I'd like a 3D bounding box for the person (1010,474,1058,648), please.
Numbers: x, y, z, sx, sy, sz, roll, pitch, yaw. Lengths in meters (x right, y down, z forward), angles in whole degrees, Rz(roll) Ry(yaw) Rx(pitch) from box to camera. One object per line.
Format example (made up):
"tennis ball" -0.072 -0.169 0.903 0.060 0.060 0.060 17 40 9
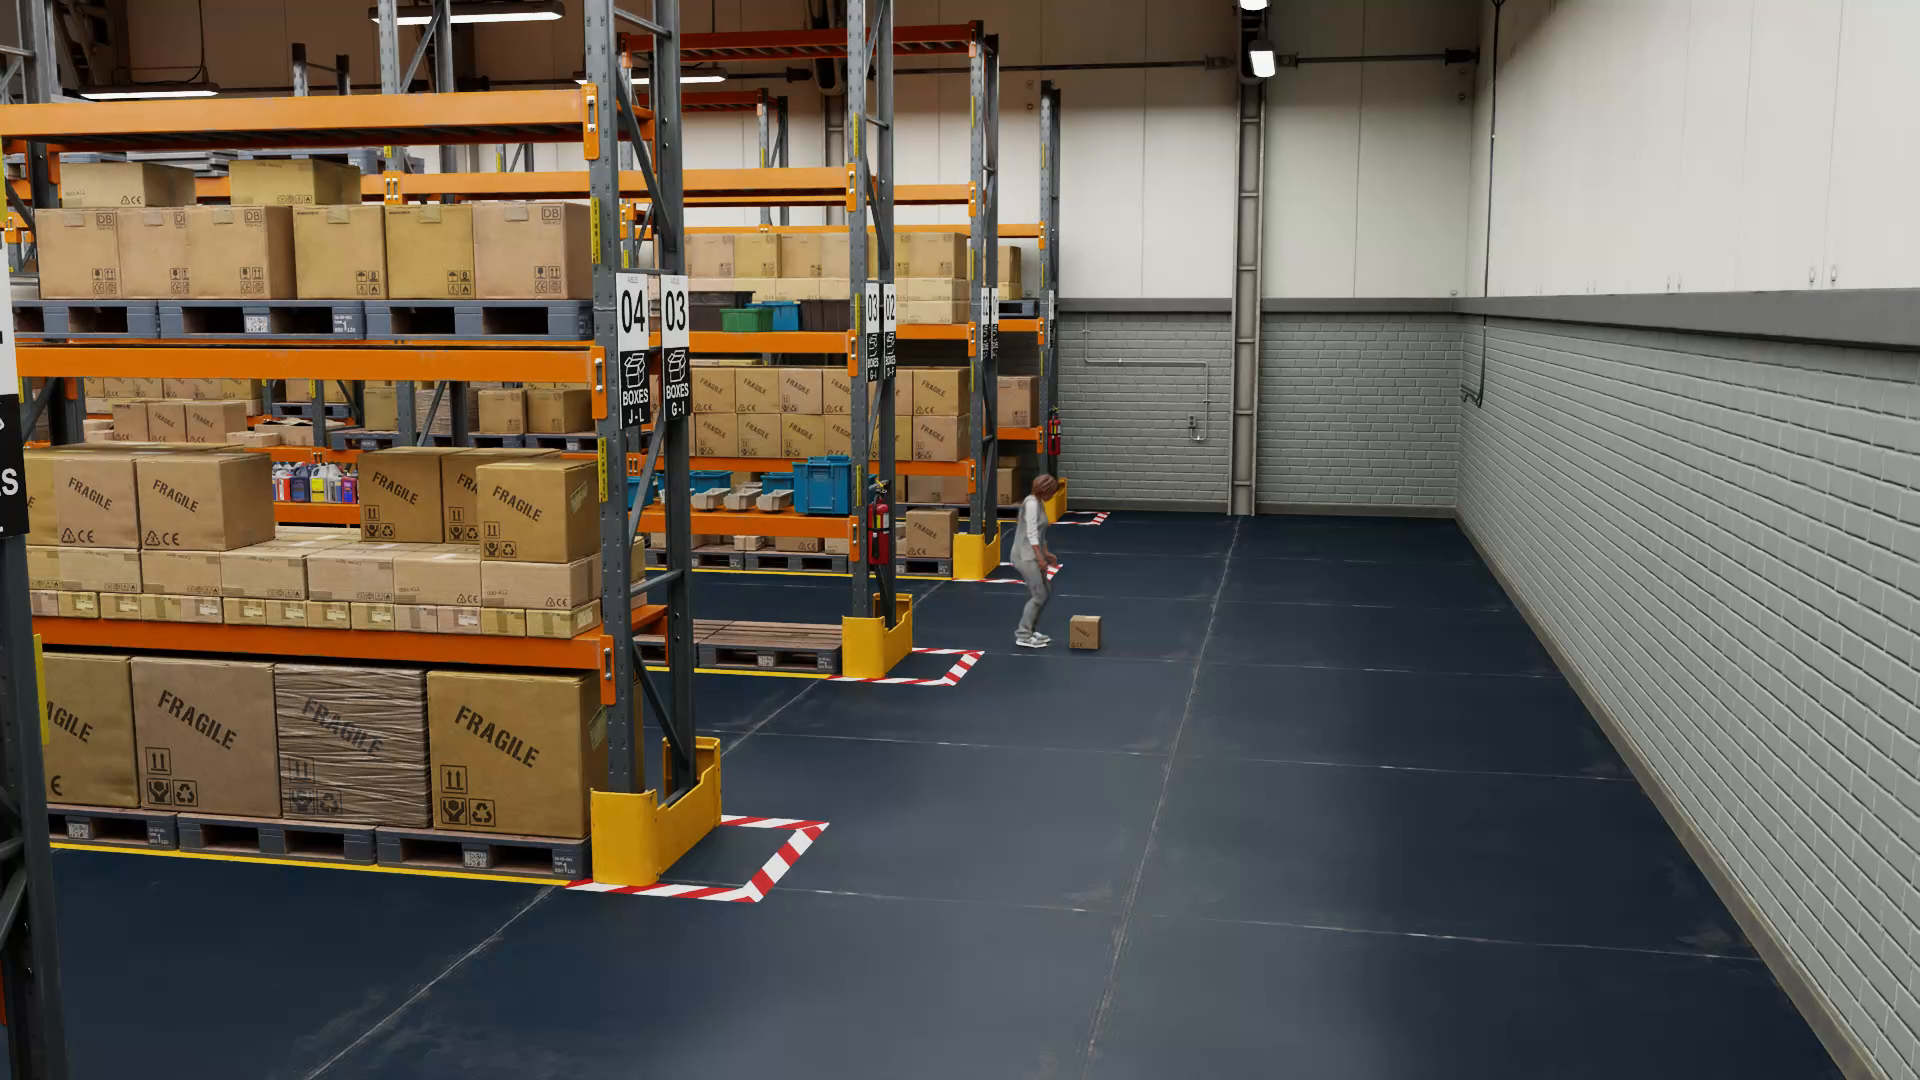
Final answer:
"person" 0.666 0.176 14.875 0.417 1.538 0.433 2 8 13
